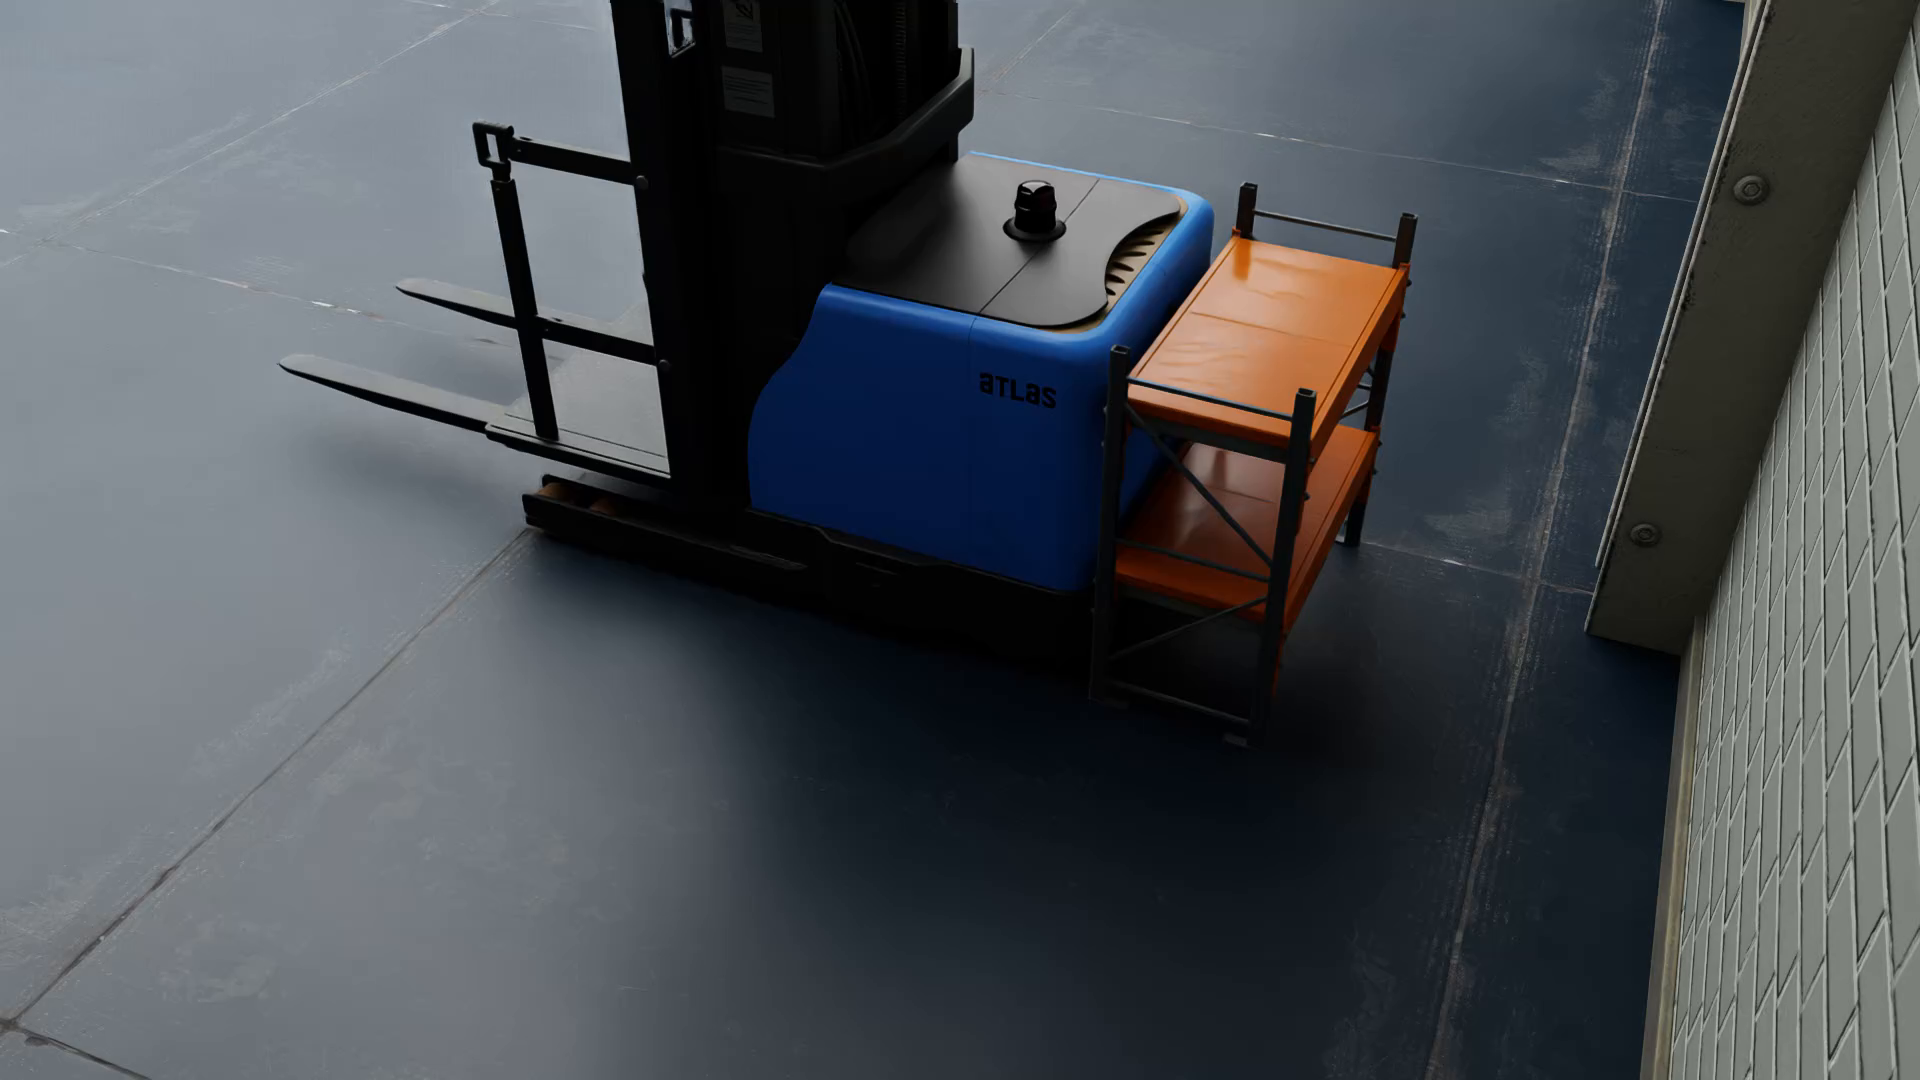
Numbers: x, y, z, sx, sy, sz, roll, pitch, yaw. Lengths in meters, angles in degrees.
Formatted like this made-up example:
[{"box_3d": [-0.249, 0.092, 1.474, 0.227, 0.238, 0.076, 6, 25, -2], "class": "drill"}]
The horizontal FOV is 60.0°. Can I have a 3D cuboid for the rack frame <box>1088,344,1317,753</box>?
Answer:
[{"box_3d": [0.591, 0.052, 4.241, 0.500, 1.125, 0.032, 16, 40, 20], "class": "rack frame"}]

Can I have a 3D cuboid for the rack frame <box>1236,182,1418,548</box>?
[{"box_3d": [1.027, -0.498, 4.977, 0.500, 1.125, 0.032, 16, 40, 20], "class": "rack frame"}]

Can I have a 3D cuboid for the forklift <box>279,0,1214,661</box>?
[{"box_3d": [-0.815, -1.411, 4.689, 3.031, 2.935, 1.130, 15, 39, 19], "class": "forklift"}]

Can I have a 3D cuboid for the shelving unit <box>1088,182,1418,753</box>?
[{"box_3d": [0.809, -0.223, 4.609, 0.538, 1.125, 1.048, 16, 40, 20], "class": "shelving unit"}]

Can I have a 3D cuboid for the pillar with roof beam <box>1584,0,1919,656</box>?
[{"box_3d": [-1.929, -4.388, 3.604, 9.100, 9.000, 0.400, 14, 39, 18], "class": "pillar with roof beam"}]

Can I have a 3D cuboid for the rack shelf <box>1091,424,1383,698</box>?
[{"box_3d": [0.809, -0.028, 4.756, 0.538, 0.278, 1.000, 16, 40, 20], "class": "rack shelf"}]

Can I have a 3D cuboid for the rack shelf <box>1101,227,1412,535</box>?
[{"box_3d": [0.809, -0.458, 4.434, 0.538, 0.278, 1.000, 16, 40, 20], "class": "rack shelf"}]

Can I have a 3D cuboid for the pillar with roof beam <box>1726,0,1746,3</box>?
[{"box_3d": [0.354, -7.710, 8.049, 9.100, 9.000, 0.400, 14, 39, 18], "class": "pillar with roof beam"}]
